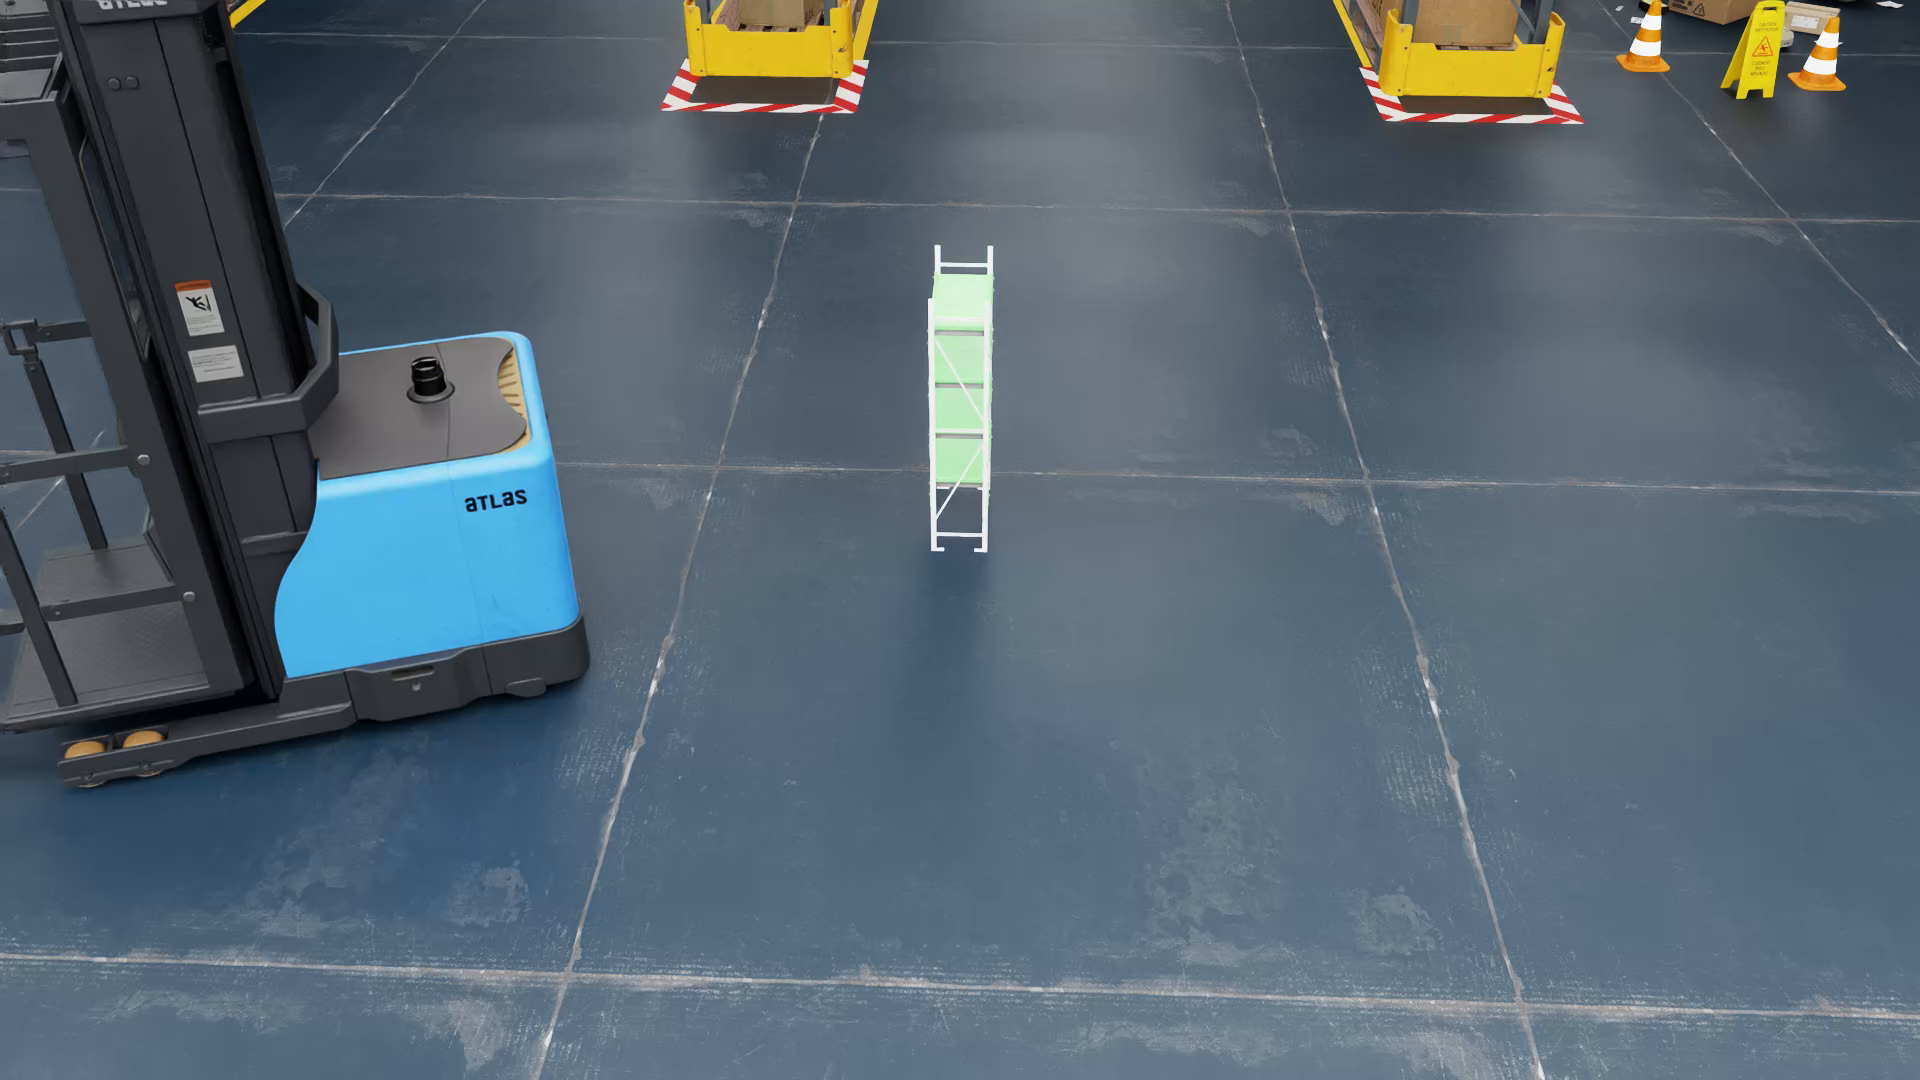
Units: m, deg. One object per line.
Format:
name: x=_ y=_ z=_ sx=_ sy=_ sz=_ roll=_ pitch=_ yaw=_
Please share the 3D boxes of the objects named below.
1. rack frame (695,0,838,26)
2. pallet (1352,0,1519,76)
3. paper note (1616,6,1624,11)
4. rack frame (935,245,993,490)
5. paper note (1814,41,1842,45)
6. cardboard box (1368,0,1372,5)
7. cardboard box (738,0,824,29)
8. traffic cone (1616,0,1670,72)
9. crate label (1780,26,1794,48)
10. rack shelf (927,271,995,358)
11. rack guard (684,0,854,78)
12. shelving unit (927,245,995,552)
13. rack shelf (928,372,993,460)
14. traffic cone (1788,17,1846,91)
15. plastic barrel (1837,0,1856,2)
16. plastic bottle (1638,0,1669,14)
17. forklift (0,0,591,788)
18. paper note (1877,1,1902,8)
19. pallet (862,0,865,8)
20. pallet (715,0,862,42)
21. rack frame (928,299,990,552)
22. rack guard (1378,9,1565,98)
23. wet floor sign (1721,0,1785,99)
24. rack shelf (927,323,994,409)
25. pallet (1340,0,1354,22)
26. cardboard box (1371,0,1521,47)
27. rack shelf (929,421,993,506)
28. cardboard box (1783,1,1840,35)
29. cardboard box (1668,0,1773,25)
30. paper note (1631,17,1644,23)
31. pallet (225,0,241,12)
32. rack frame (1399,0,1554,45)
rack frame: x=-1.374 y=-4.626 z=11.223 sx=1.000 sy=3.000 sz=0.127 roll=1 pitch=35 yaw=2
pallet: x=3.532 y=-3.773 z=12.436 sx=1.003 sy=0.211 sz=1.213 roll=1 pitch=35 yaw=2
paper note: x=5.271 y=-4.250 z=13.289 sx=0.032 sy=0.001 sz=0.123 roll=20 pitch=40 yaw=26
rack frame: x=0.016 y=-0.726 z=7.240 sx=0.240 sy=1.200 sz=0.015 roll=1 pitch=35 yaw=2
paper note: x=6.577 y=-3.771 z=12.589 sx=0.148 sy=0.019 sz=0.142 roll=-10 pitch=36 yaw=-14
cardboard box: x=3.573 y=-4.652 z=12.744 sx=0.875 sy=0.875 sz=0.875 roll=1 pitch=35 yaw=1
cardboard box: x=-1.332 y=-4.133 z=12.331 sx=0.500 sy=0.500 sz=0.500 roll=8 pitch=36 yaw=11
traffic cone: x=5.018 y=-3.687 z=12.094 sx=0.336 sy=0.463 sz=0.334 roll=1 pitch=35 yaw=2
crate label: x=6.103 y=-3.786 z=12.518 sx=0.250 sy=0.136 sz=0.298 roll=-17 pitch=38 yaw=-22
rack shelf: x=0.007 y=-0.926 z=6.801 sx=0.258 sy=0.148 sz=0.480 roll=1 pitch=35 yaw=2
rack guard: x=-1.371 y=-3.647 z=12.004 sx=1.175 sy=0.500 sz=0.348 roll=1 pitch=35 yaw=2
shelving unit: x=0.007 y=-0.586 z=7.040 sx=0.258 sy=1.200 sz=0.503 roll=1 pitch=35 yaw=2
rack shelf: x=0.007 y=-0.534 z=7.077 sx=0.258 sy=0.148 sz=0.480 roll=1 pitch=35 yaw=2
traffic cone: x=6.134 y=-3.466 z=11.779 sx=0.336 sy=0.463 sz=0.334 roll=1 pitch=35 yaw=2
plastic barrel: x=7.098 y=-4.564 z=13.376 sx=0.512 sy=0.421 sz=0.421 roll=28 pitch=44 yaw=33
plastic bottle: x=5.512 y=-4.262 z=13.261 sx=0.133 sy=0.061 sz=0.283 roll=-10 pitch=36 yaw=-14
forklift: x=-3.007 y=-0.650 z=5.626 sx=3.031 sy=2.935 sz=1.130 roll=-10 pitch=36 yaw=-14
paper note: x=7.471 y=-4.306 z=13.350 sx=0.142 sy=0.019 sz=0.148 roll=-10 pitch=36 yaw=-14
pallet: x=-1.251 y=-4.693 z=13.745 sx=1.003 sy=0.211 sz=1.213 roll=1 pitch=35 yaw=2
pallet: x=-1.303 y=-3.994 z=12.750 sx=1.003 sy=0.211 sz=1.213 roll=1 pitch=35 yaw=2
rack frame: x=-0.003 y=-0.446 z=6.841 sx=0.240 sy=1.200 sz=0.015 roll=1 pitch=35 yaw=2
rack guard: x=3.577 y=-3.417 z=11.677 sx=1.175 sy=0.500 sz=0.348 roll=1 pitch=35 yaw=2
wet floor sign: x=5.555 y=-3.427 z=11.566 sx=0.267 sy=0.644 sz=0.232 roll=-4 pitch=35 yaw=-6
rack shelf: x=0.007 y=-0.730 z=6.939 sx=0.258 sy=0.148 sz=0.480 roll=1 pitch=35 yaw=2
pallet: x=3.584 y=-4.472 z=13.430 sx=1.003 sy=0.211 sz=1.213 roll=1 pitch=35 yaw=2
cardboard box: x=3.539 y=-4.147 z=12.024 sx=0.875 sy=0.875 sz=0.875 roll=2 pitch=35 yaw=2
rack shelf: x=0.007 y=-0.337 z=7.215 sx=0.258 sy=0.148 sz=0.480 roll=1 pitch=35 yaw=2
cardboard box: x=6.562 y=-4.030 z=12.854 sx=0.380 sy=0.149 sz=0.250 roll=20 pitch=40 yaw=26
cardboard box: x=6.069 y=-4.443 z=13.134 sx=0.797 sy=0.503 sz=0.637 roll=-24 pitch=42 yaw=-30
paper note: x=5.336 y=-4.075 z=13.024 sx=0.144 sy=0.017 sz=0.142 roll=13 pitch=37 yaw=18
pallet: x=-6.329 y=-4.111 z=12.915 sx=1.003 sy=0.211 sz=1.213 roll=1 pitch=35 yaw=2
rack frame: x=3.578 y=-4.453 z=10.977 sx=1.000 sy=3.000 sz=0.127 roll=1 pitch=35 yaw=2
